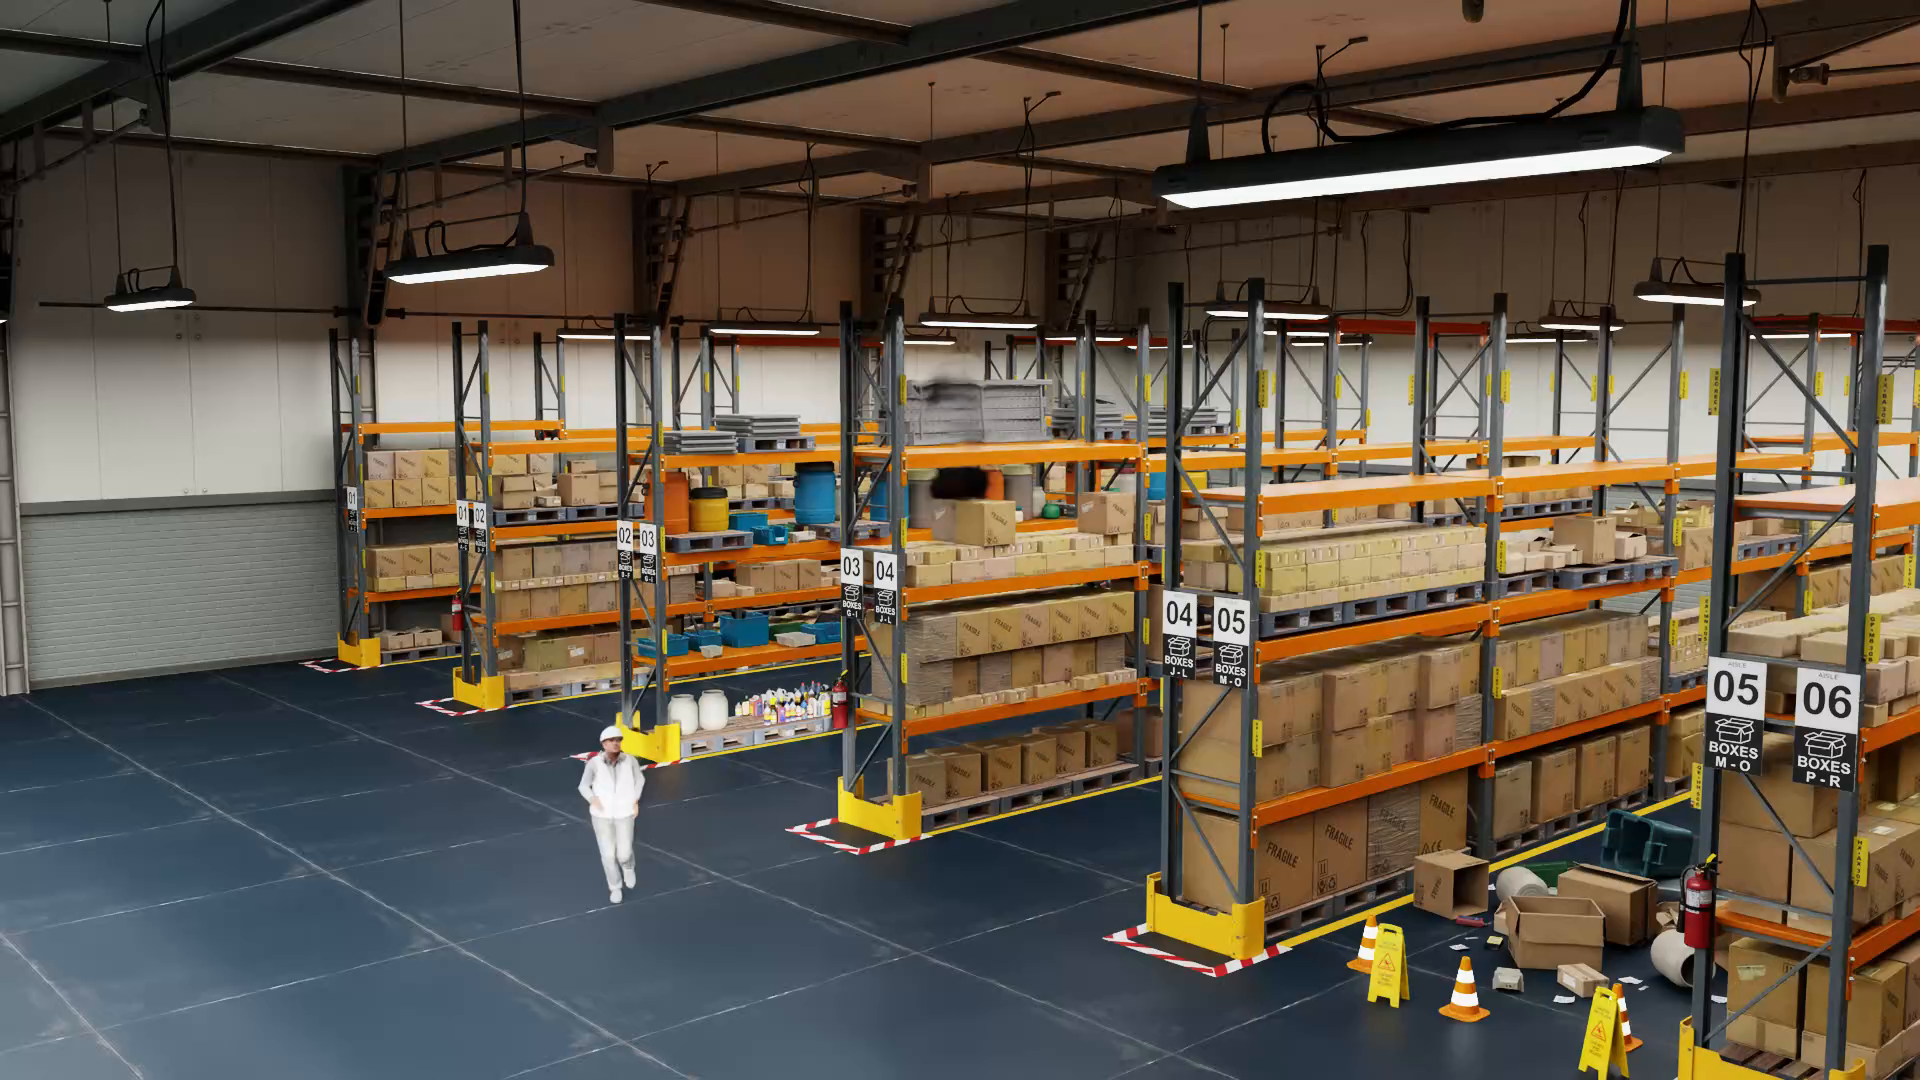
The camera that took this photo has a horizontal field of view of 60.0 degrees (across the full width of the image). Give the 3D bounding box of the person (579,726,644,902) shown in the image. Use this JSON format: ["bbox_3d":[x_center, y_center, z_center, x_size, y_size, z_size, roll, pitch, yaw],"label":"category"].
[{"bbox_3d":[-3.409,2.692,16.335,0.648,1.741,0.607,-2,6,-15],"label":"person"}]
